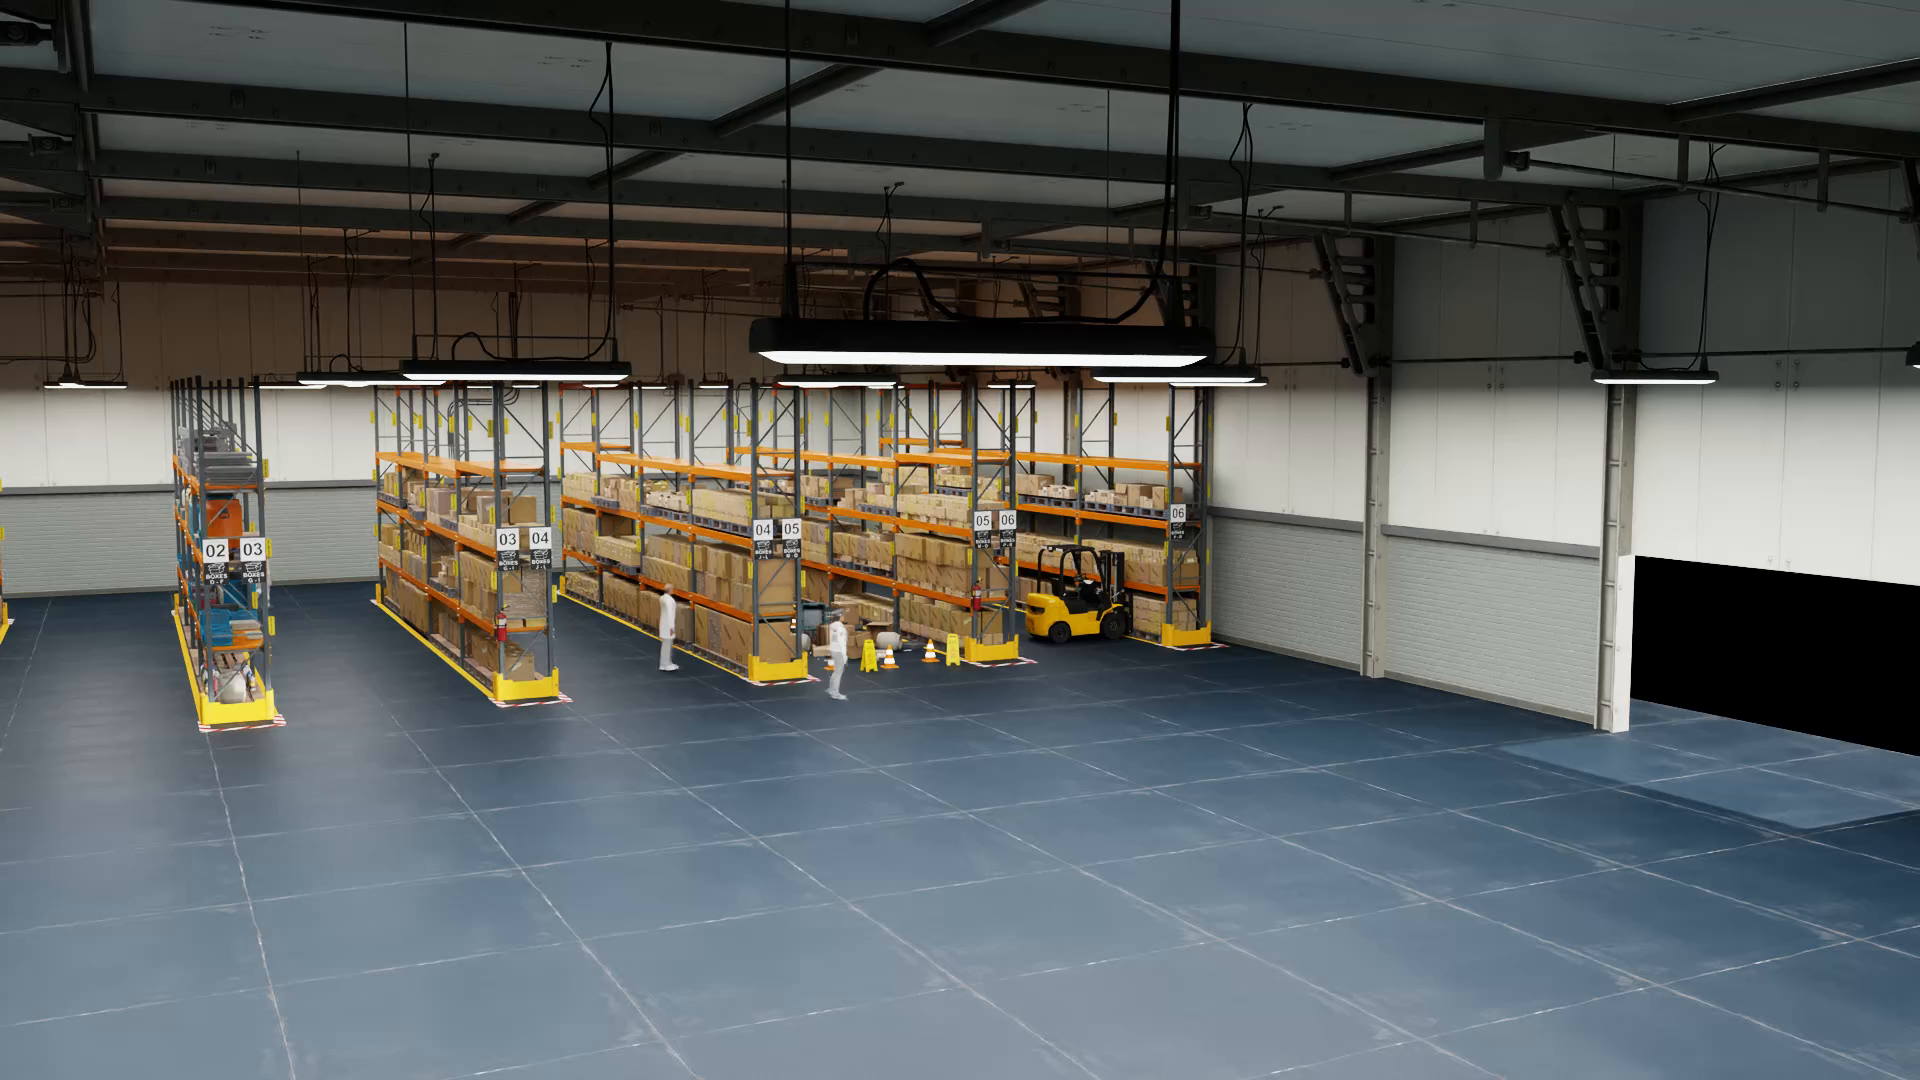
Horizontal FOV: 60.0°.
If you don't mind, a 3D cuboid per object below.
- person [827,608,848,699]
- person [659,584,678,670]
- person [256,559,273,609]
[{"bbox_3d":[-2.270,2.137,31.096,0.334,1.705,0.564,-2,5,-20],"label":"person"},{"bbox_3d":[-6.000,1.788,34.216,0.398,1.794,0.598,-1,5,-15],"label":"person"},{"bbox_3d":[-18.395,0.925,43.775,0.487,1.782,0.606,2,5,22],"label":"person"}]
